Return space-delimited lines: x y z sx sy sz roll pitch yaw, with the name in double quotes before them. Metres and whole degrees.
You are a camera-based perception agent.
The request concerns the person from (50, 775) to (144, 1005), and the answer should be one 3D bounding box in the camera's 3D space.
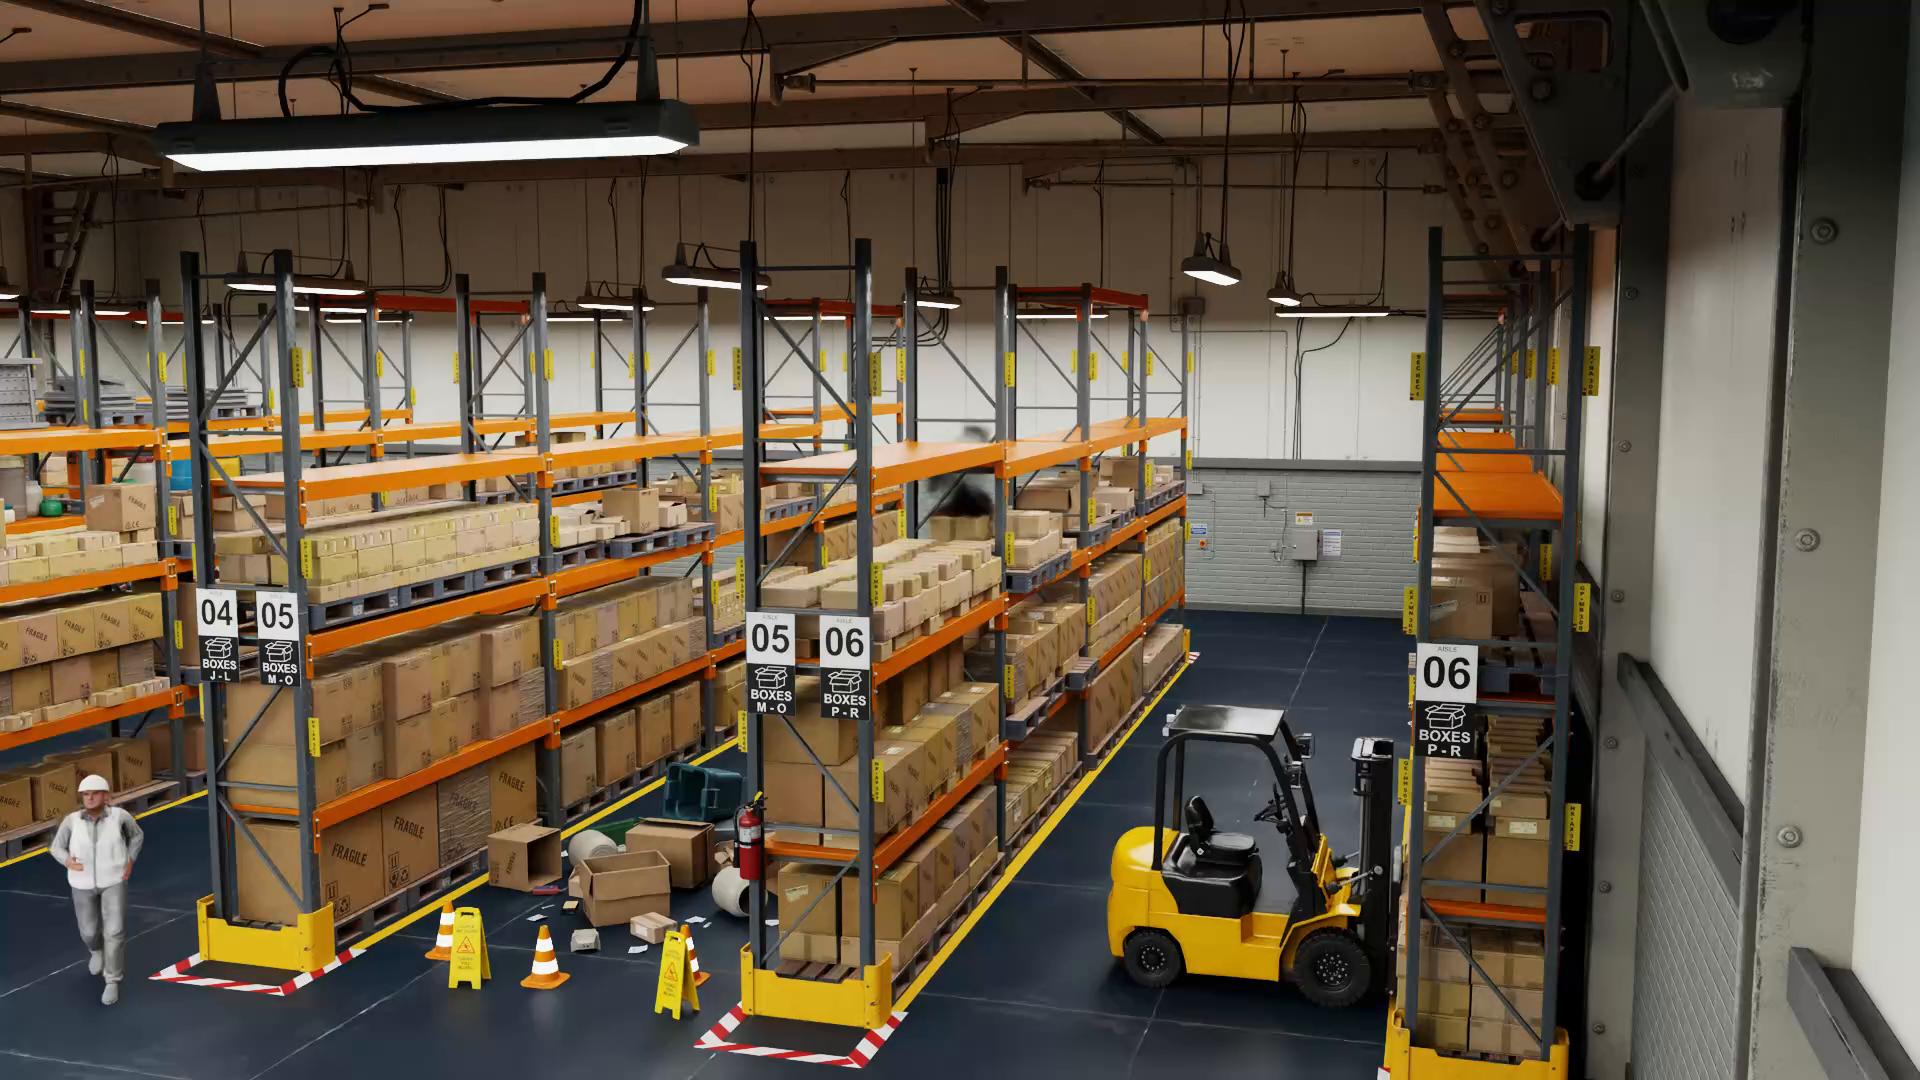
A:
"person" -6.983 2.781 13.494 0.681 1.793 0.850 -3 7 -24
